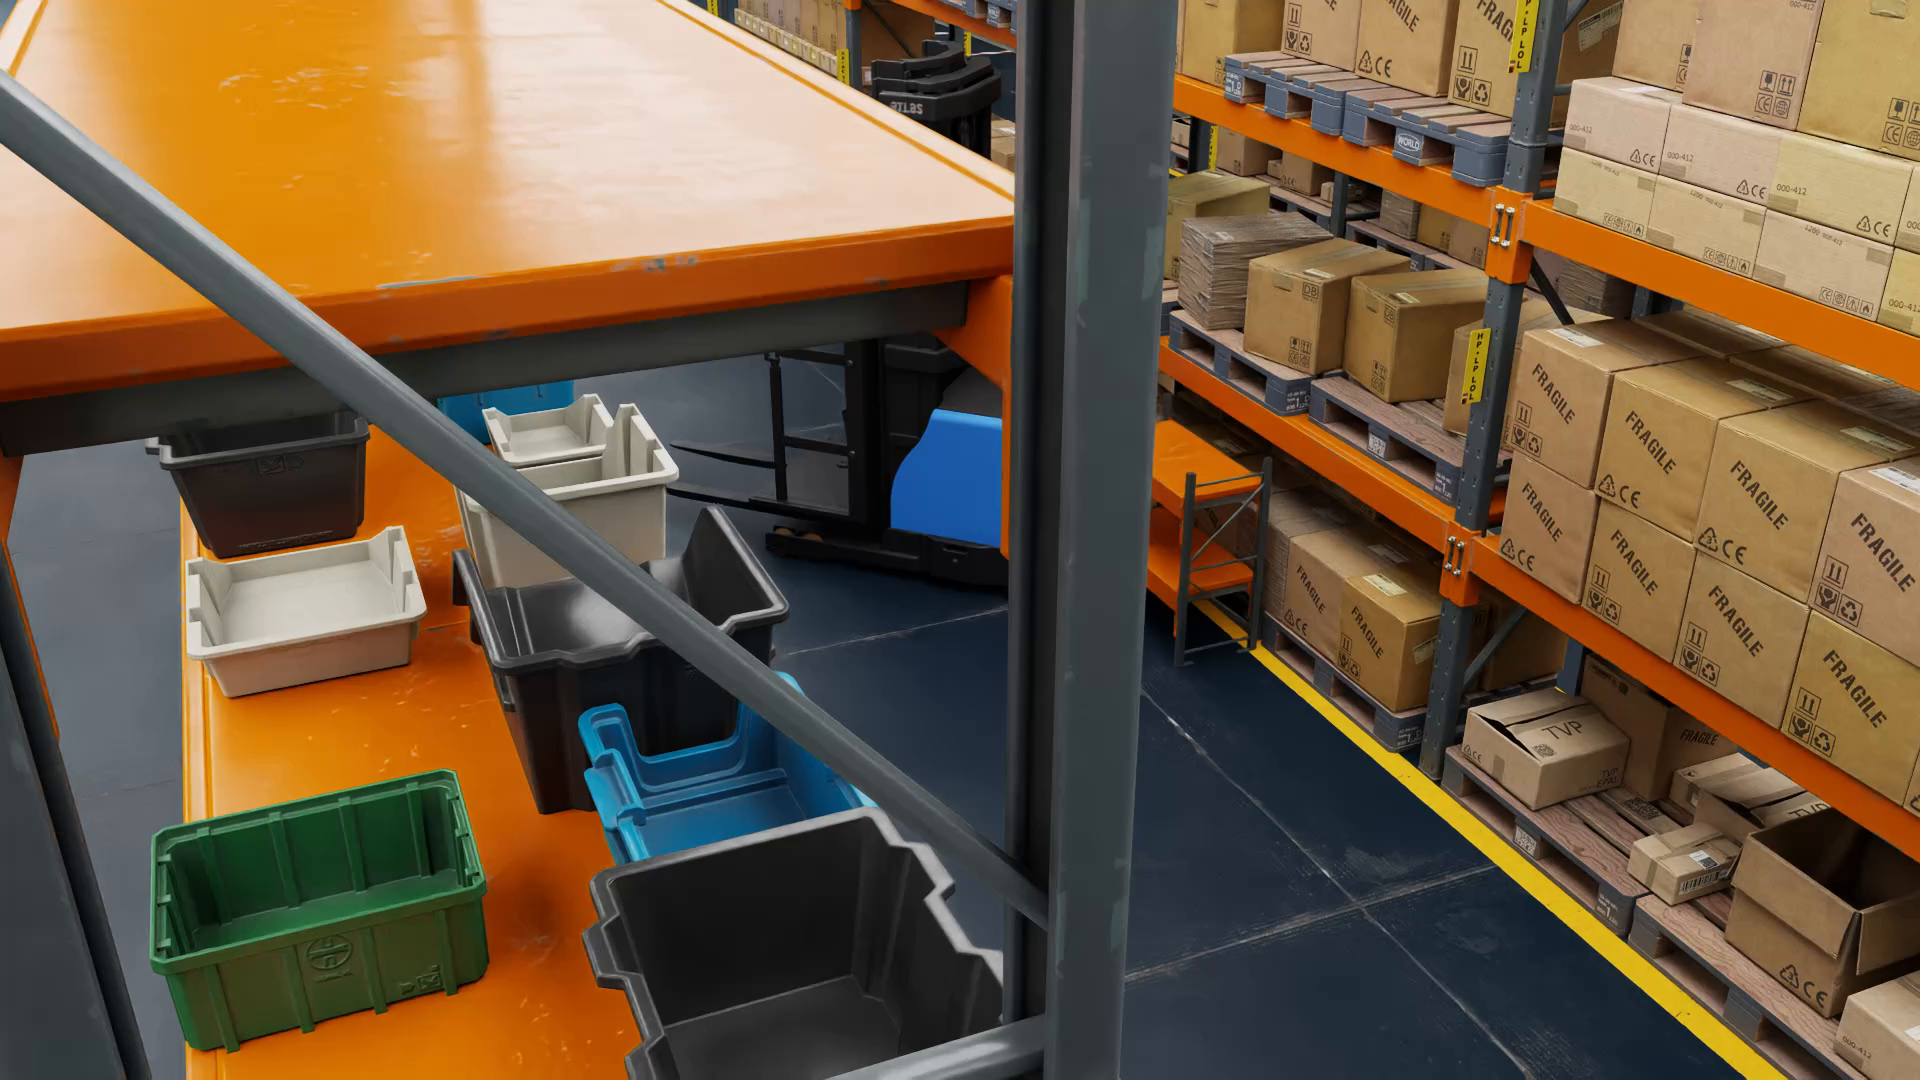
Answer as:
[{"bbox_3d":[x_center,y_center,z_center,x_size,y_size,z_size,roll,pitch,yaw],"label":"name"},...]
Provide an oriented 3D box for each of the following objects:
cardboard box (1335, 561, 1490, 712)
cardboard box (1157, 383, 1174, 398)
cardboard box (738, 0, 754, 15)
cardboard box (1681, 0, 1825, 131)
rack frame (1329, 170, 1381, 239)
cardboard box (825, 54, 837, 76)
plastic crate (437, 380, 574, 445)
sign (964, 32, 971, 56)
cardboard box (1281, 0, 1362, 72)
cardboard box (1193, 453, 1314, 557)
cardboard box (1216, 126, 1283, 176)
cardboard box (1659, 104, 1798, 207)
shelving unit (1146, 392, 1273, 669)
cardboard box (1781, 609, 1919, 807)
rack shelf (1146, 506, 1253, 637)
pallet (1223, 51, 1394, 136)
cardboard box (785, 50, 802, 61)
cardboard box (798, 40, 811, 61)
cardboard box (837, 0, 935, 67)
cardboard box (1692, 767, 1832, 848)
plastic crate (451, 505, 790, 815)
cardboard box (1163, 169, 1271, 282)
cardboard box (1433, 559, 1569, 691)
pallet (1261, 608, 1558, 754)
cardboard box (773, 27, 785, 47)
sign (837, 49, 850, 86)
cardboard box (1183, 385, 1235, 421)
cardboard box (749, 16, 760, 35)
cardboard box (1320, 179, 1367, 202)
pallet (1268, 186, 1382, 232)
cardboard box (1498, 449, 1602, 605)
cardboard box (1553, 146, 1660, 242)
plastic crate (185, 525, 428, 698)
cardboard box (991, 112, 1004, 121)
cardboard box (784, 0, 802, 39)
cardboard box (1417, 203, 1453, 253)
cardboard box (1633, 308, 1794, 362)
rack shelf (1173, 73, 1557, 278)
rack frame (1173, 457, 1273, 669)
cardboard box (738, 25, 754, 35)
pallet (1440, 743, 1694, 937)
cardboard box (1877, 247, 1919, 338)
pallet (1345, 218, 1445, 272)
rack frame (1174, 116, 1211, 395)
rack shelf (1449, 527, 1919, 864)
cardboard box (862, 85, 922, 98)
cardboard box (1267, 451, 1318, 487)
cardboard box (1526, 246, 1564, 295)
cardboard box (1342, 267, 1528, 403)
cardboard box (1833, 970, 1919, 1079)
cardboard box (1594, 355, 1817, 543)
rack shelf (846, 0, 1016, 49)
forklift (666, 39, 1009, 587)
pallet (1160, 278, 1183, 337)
[{"bbox_3d":[2.226,0.469,8.218,0.500,0.500,0.500,-11,28,-21],"label":"cardboard box"},{"bbox_3d":[1.032,-0.763,10.742,0.500,0.500,0.500,-9,28,-18],"label":"cardboard box"},{"bbox_3d":[-1.825,-5.567,16.641,0.700,0.500,0.500,-10,28,-20],"label":"cardboard box"},{"bbox_3d":[2.974,-1.733,5.708,0.700,0.500,0.500,-11,28,-21],"label":"cardboard box"},{"bbox_3d":[4.107,-4.389,15.820,1.000,3.000,0.127,-11,28,-21],"label":"rack frame"},{"bbox_3d":[-0.954,-4.151,14.480,0.380,0.149,0.250,-11,28,-22],"label":"cardboard box"},{"bbox_3d":[-1.226,-0.417,4.457,0.416,0.233,0.300,-11,28,-21],"label":"plastic crate"},{"bbox_3d":[0.045,-4.118,14.036,0.100,0.325,0.005,-11,28,-21],"label":"sign"},{"bbox_3d":[2.029,-2.687,8.210,0.600,0.600,0.600,-12,28,-23],"label":"cardboard box"},{"bbox_3d":[1.643,-0.140,9.465,0.500,0.500,0.500,-12,28,-22],"label":"cardboard box"},{"bbox_3d":[3.193,-4.249,17.880,0.700,0.500,0.500,-12,29,-24],"label":"cardboard box"},{"bbox_3d":[2.842,-1.371,5.822,0.500,0.250,0.500,-11,28,-21],"label":"cardboard box"},{"bbox_3d":[1.169,-0.076,9.123,0.538,1.125,1.048,-11,28,-21],"label":"shelving unit"},{"bbox_3d":[3.230,0.514,5.663,0.500,0.500,0.500,-11,28,-21],"label":"cardboard box"},{"bbox_3d":[1.169,0.144,9.230,0.538,0.278,1.000,-11,28,-21],"label":"rack shelf"},{"bbox_3d":[2.083,-2.264,8.263,1.213,0.211,1.003,-11,28,-21],"label":"pallet"},{"bbox_3d":[-1.237,-4.381,15.690,0.700,0.500,0.500,-10,28,-19],"label":"cardboard box"},{"bbox_3d":[-1.250,-4.459,15.110,0.380,0.149,0.250,-10,28,-19],"label":"cardboard box"},{"bbox_3d":[-0.630,-4.342,14.132,0.700,0.500,0.500,-10,28,-20],"label":"cardboard box"},{"bbox_3d":[3.461,1.188,6.961,0.500,0.311,0.500,-11,28,-21],"label":"cardboard box"},{"bbox_3d":[-0.655,0.174,3.127,0.504,0.338,0.767,-11,28,-21],"label":"plastic crate"},{"bbox_3d":[1.467,-1.920,10.172,0.700,0.500,0.500,-22,34,-37],"label":"cardboard box"},{"bbox_3d":[2.718,0.382,8.397,0.500,0.500,0.500,-12,28,-23],"label":"cardboard box"},{"bbox_3d":[2.330,0.625,8.730,1.003,0.211,1.213,-11,28,-21],"label":"pallet"},{"bbox_3d":[-1.555,-4.773,15.753,0.380,0.149,0.250,-11,28,-21],"label":"cardboard box"},{"bbox_3d":[-0.960,-3.865,13.670,0.100,0.325,0.005,-11,28,-21],"label":"sign"},{"bbox_3d":[1.725,-0.974,10.318,0.500,0.250,0.500,-9,28,-19],"label":"cardboard box"},{"bbox_3d":[-1.859,-5.085,16.393,0.380,0.149,0.250,-10,28,-20],"label":"cardboard box"},{"bbox_3d":[3.869,-3.524,16.777,0.380,0.166,0.250,-15,30,-27],"label":"cardboard box"},{"bbox_3d":[3.811,-3.401,16.975,1.003,0.211,1.213,-11,28,-21],"label":"pallet"},{"bbox_3d":[2.632,-0.099,6.920,0.500,0.500,0.500,-10,28,-19],"label":"cardboard box"},{"bbox_3d":[2.646,-1.348,6.345,0.500,0.250,0.500,-11,28,-21],"label":"cardboard box"},{"bbox_3d":[-1.347,0.137,3.433,0.437,0.136,0.530,-11,28,-21],"label":"plastic crate"},{"bbox_3d":[0.042,-3.056,12.976,0.500,0.500,0.500,-9,27,-17],"label":"cardboard box"},{"bbox_3d":[-1.219,-4.950,15.377,0.700,0.500,0.500,-11,28,-21],"label":"cardboard box"},{"bbox_3d":[4.659,-2.969,15.260,0.700,0.500,0.500,-11,28,-22],"label":"cardboard box"},{"bbox_3d":[3.119,-0.641,6.891,0.500,0.500,0.500,-10,28,-20],"label":"cardboard box"},{"bbox_3d":[1.900,-2.139,8.613,1.077,0.370,4.000,-11,28,-21],"label":"rack shelf"},{"bbox_3d":[1.374,0.128,8.705,0.500,1.125,0.032,-11,28,-21],"label":"rack frame"},{"bbox_3d":[-1.845,-5.005,16.969,0.700,0.500,0.500,-11,28,-21],"label":"cardboard box"},{"bbox_3d":[2.951,1.224,7.503,1.003,0.211,1.213,-11,28,-21],"label":"pallet"},{"bbox_3d":[3.231,-0.742,5.104,0.500,0.250,0.500,-11,28,-21],"label":"cardboard box"},{"bbox_3d":[4.413,-2.822,15.789,1.003,0.211,1.213,-11,28,-21],"label":"pallet"},{"bbox_3d":[1.116,-1.922,10.767,1.000,3.000,0.127,-11,28,-21],"label":"rack frame"},{"bbox_3d":[3.466,0.824,5.963,1.077,0.370,4.000,-11,28,-21],"label":"rack shelf"},{"bbox_3d":[-0.630,-3.759,14.417,0.700,0.500,0.500,-11,28,-22],"label":"cardboard box"},{"bbox_3d":[2.112,-0.239,9.668,0.500,0.500,0.500,-12,28,-23],"label":"cardboard box"},{"bbox_3d":[5.248,-2.358,14.009,0.700,0.500,0.500,-11,28,-21],"label":"cardboard box"},{"bbox_3d":[2.376,-1.037,8.362,0.700,0.500,0.500,-6,27,-12],"label":"cardboard box"},{"bbox_3d":[3.465,1.780,5.818,0.500,0.250,0.500,-11,28,-21],"label":"cardboard box"},{"bbox_3d":[2.811,-0.354,6.303,0.500,0.500,0.500,-11,28,-22],"label":"cardboard box"},{"bbox_3d":[0.333,-3.754,11.920,1.077,0.370,4.000,-11,28,-21],"label":"rack shelf"},{"bbox_3d":[-0.631,-1.391,9.758,3.031,2.935,1.130,10,28,20],"label":"forklift"},{"bbox_3d":[1.446,-1.574,10.273,1.213,0.211,1.003,-11,28,-21],"label":"pallet"}]
